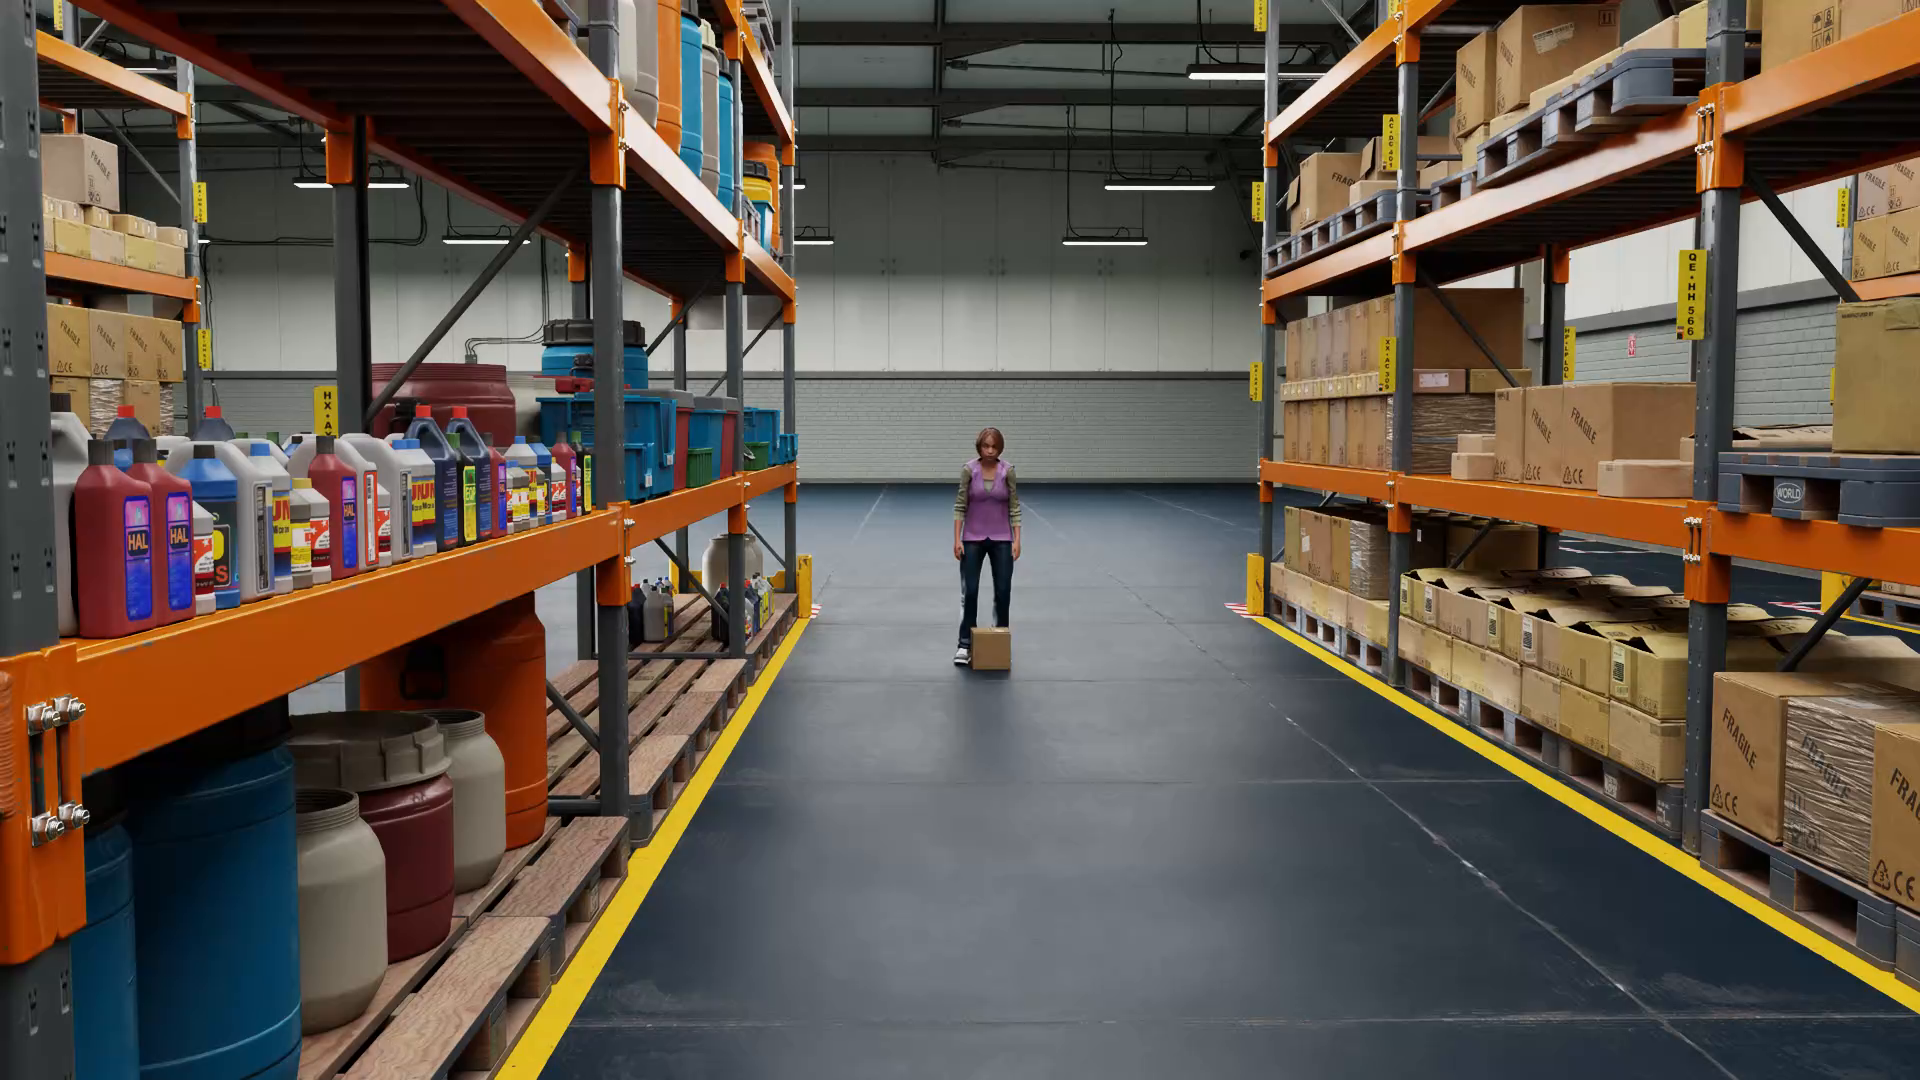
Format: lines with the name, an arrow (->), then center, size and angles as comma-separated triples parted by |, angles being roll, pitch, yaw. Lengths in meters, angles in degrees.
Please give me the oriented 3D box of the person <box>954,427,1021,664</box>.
person -> 0.186, 0.034, 11.237 | 0.461, 1.592, 0.343 | 0, 4, -1
